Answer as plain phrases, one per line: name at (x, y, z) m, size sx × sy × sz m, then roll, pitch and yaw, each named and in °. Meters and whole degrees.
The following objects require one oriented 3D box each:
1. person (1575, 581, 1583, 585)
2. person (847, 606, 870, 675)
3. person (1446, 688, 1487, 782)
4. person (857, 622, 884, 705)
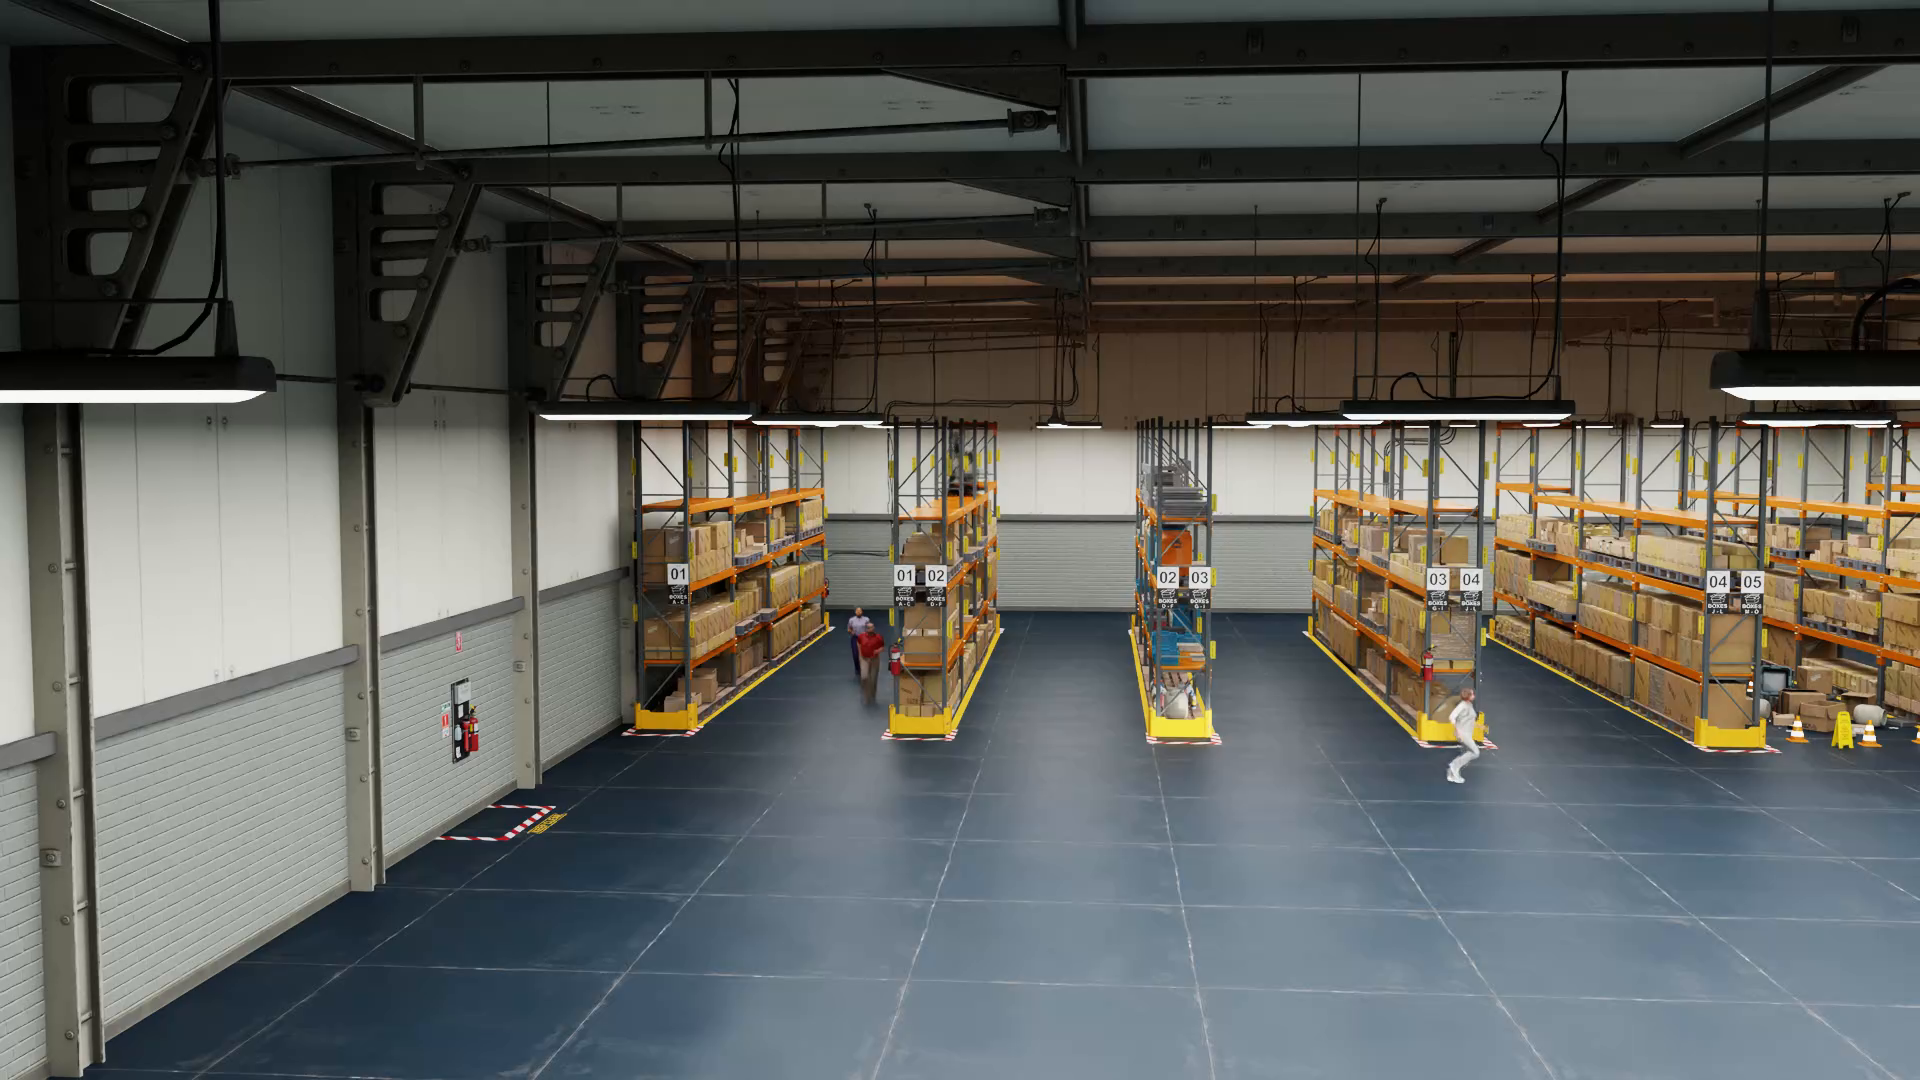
person at (17.480, 1.759, 47.322) m, size 0.727 × 1.792 × 0.674 m, roll 0°, pitch 4°, yaw -1°
person at (-2.351, 2.371, 38.921) m, size 0.591 × 1.618 × 0.569 m, roll 0°, pitch 4°, yaw -2°
person at (8.233, 3.176, 27.021) m, size 0.628 × 1.557 × 0.517 m, roll 2°, pitch 4°, yaw 30°
person at (-1.878, 2.602, 35.002) m, size 0.570 × 1.777 × 0.839 m, roll 0°, pitch 4°, yaw -5°
